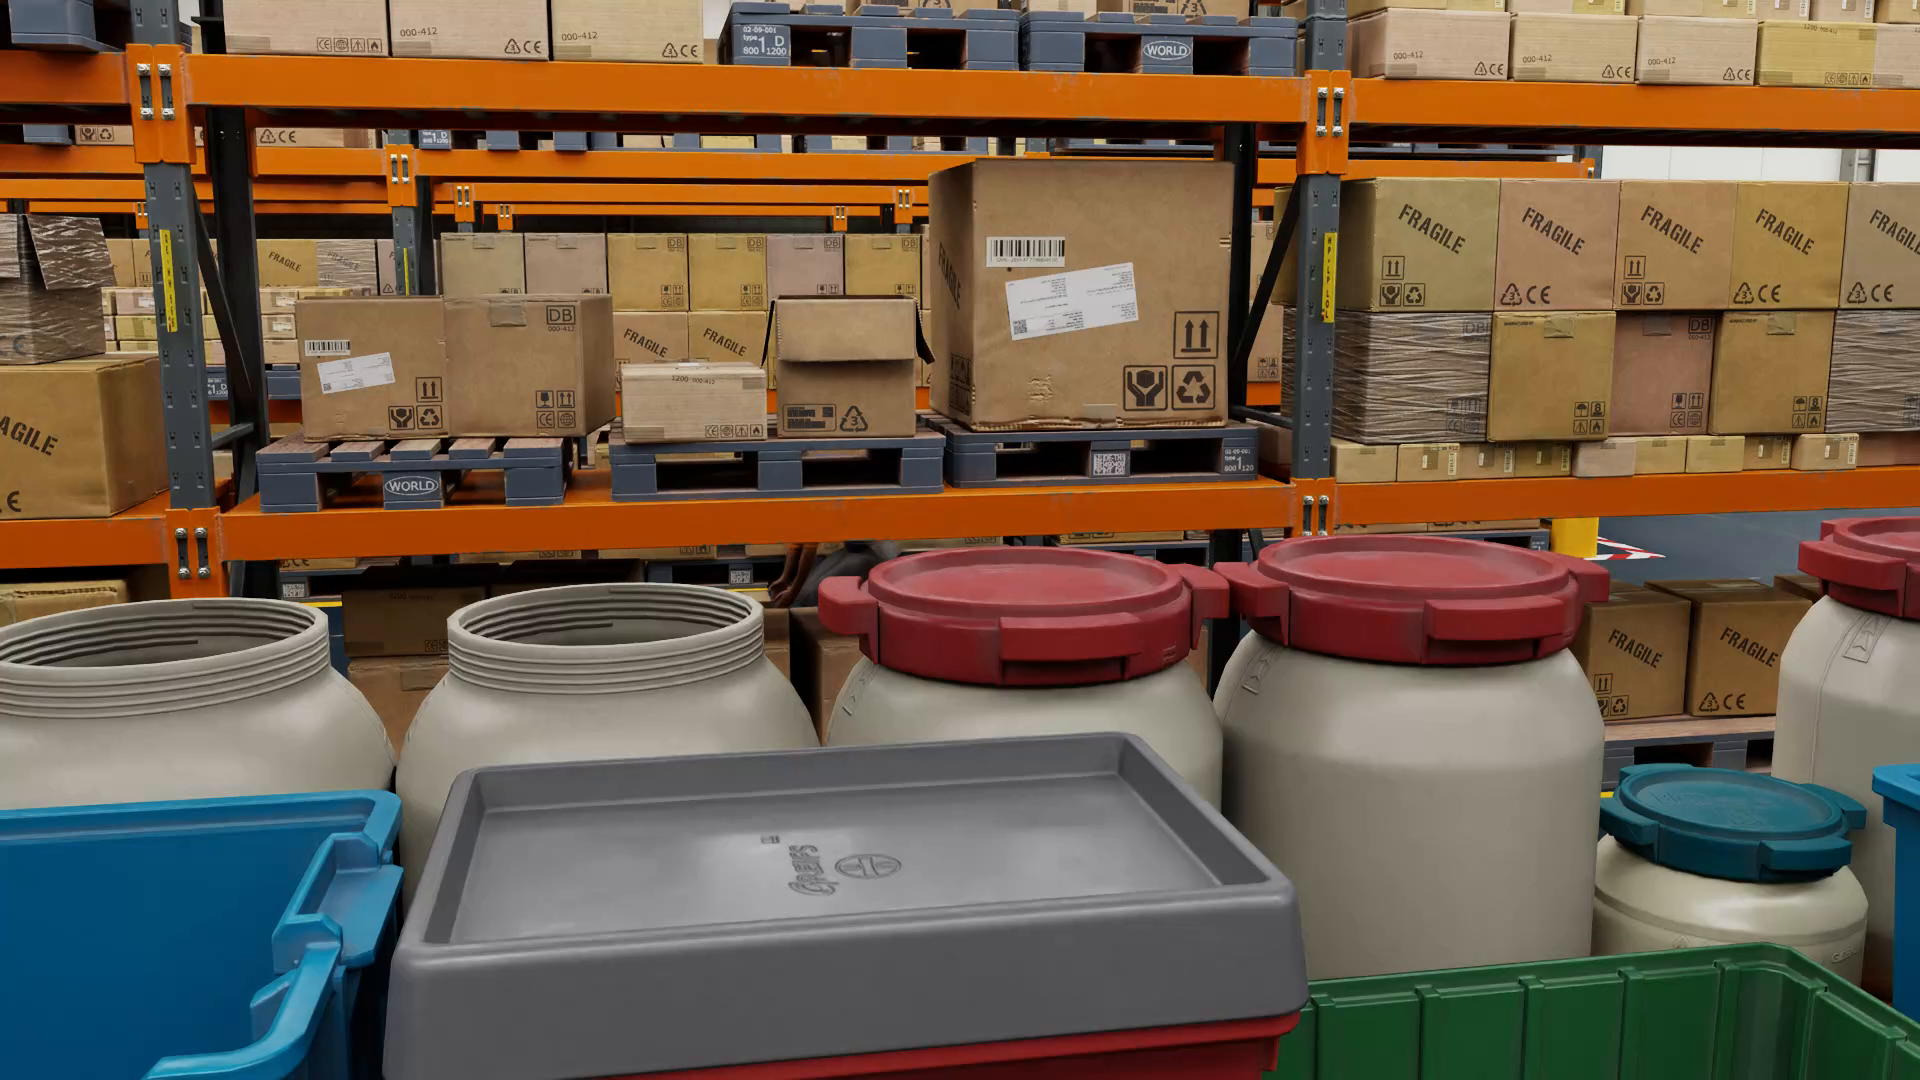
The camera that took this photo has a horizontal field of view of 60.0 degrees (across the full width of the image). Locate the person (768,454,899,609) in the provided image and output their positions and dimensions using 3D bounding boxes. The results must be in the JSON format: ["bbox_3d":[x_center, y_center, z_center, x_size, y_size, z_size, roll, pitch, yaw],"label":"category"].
[{"bbox_3d":[-0.664,0.125,8.488,0.706,1.223,0.499,-2,10,-11],"label":"person"}]
